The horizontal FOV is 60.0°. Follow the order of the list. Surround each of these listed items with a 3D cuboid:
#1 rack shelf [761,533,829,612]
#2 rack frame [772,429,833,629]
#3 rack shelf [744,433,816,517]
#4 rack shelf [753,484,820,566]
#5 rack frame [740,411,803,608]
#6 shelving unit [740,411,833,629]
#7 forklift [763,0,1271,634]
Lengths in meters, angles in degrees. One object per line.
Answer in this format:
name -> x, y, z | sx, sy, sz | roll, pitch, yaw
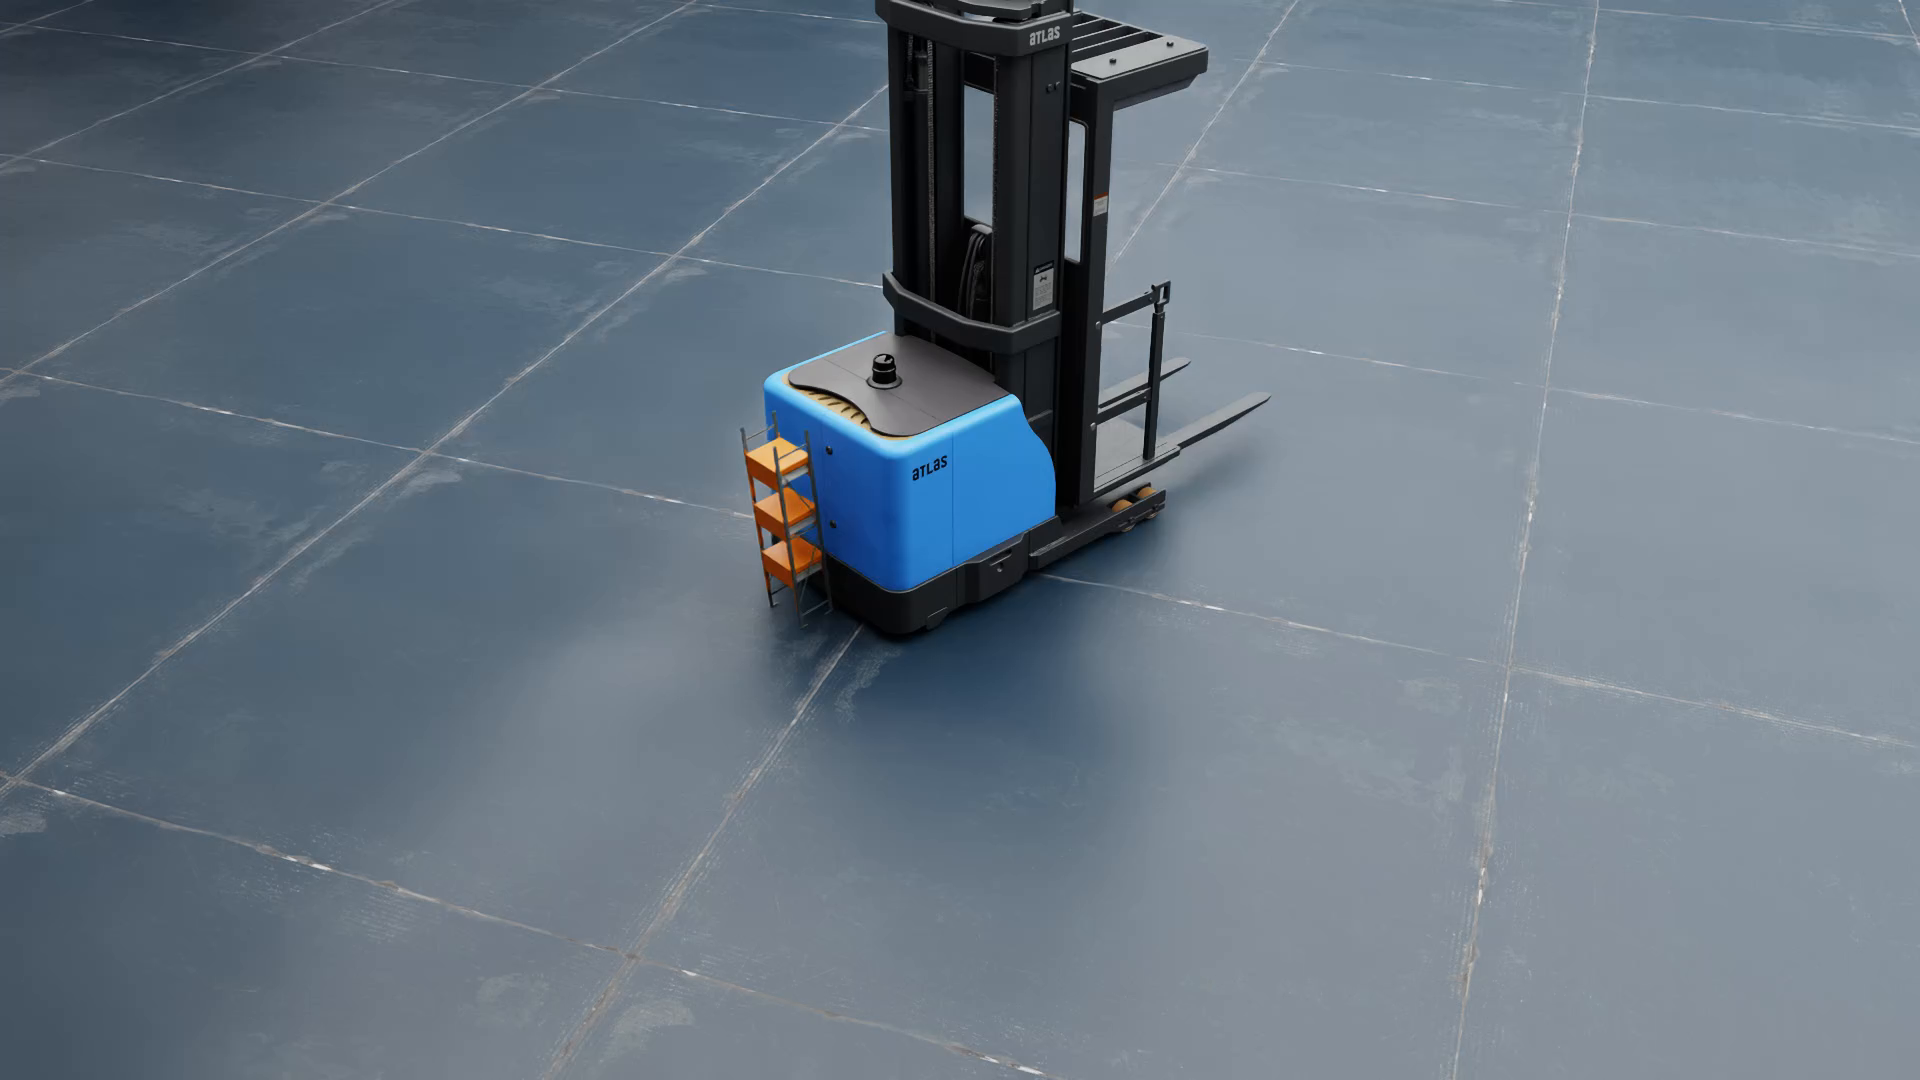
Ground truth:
rack shelf -> -0.797, 0.149, 8.066 | 0.215, 0.259, 0.240 | -31, 43, -31
rack frame -> -0.733, -0.035, 7.821 | 0.200, 1.050, 0.008 | -31, 43, -31
rack shelf -> -0.833, -0.304, 7.736 | 0.215, 0.259, 0.240 | -31, 43, -31
rack shelf -> -0.815, -0.075, 7.903 | 0.215, 0.259, 0.240 | -31, 43, -31
rack frame -> -0.898, -0.133, 7.973 | 0.200, 1.050, 0.008 | -31, 43, -31
shelving unit -> -0.816, -0.084, 7.897 | 0.215, 1.050, 0.252 | -31, 43, -31
forklift -> 0.465, -1.462, 8.313 | 3.031, 2.935, 1.130 | -26, 41, -35
